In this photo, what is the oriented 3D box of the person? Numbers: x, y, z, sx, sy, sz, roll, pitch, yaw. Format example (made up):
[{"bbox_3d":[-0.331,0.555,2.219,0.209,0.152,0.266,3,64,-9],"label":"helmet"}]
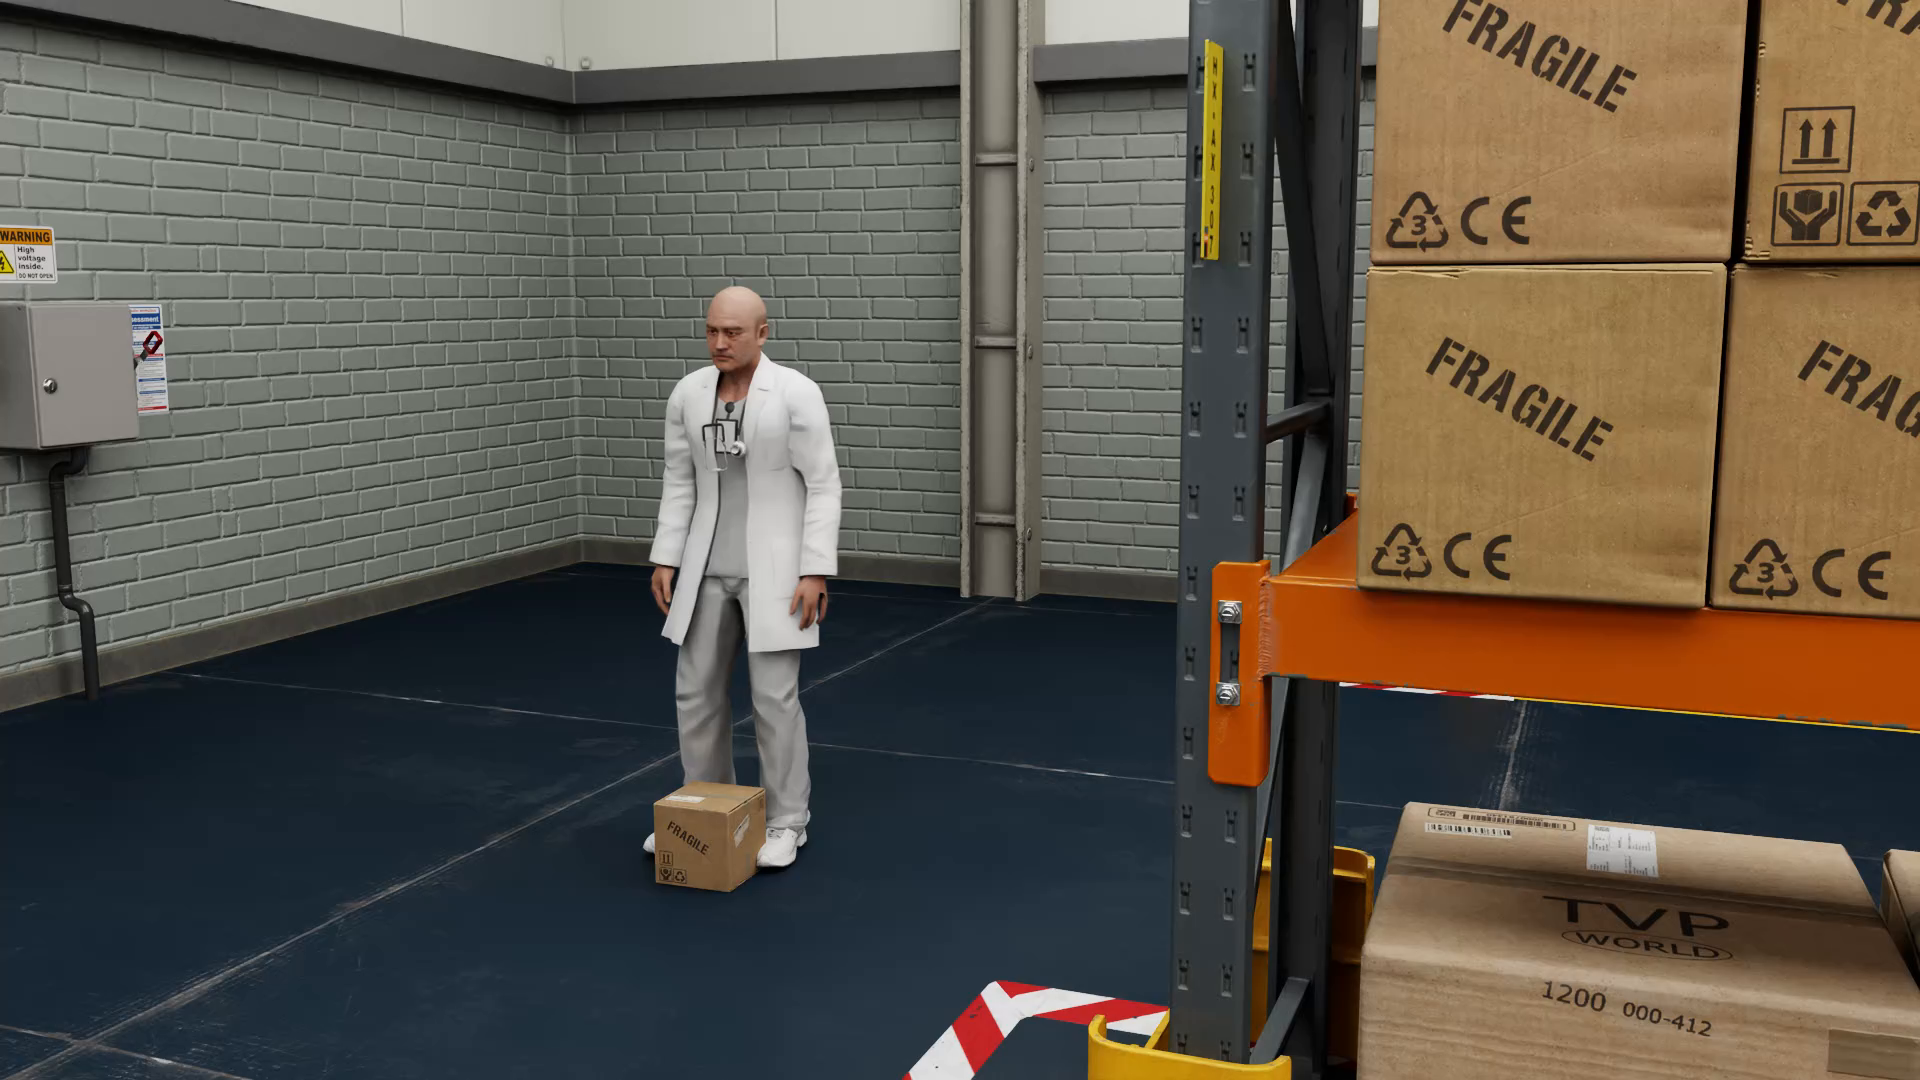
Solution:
[{"bbox_3d":[-0.672,0.109,5.170,0.642,1.774,0.421,3,9,21],"label":"person"}]
